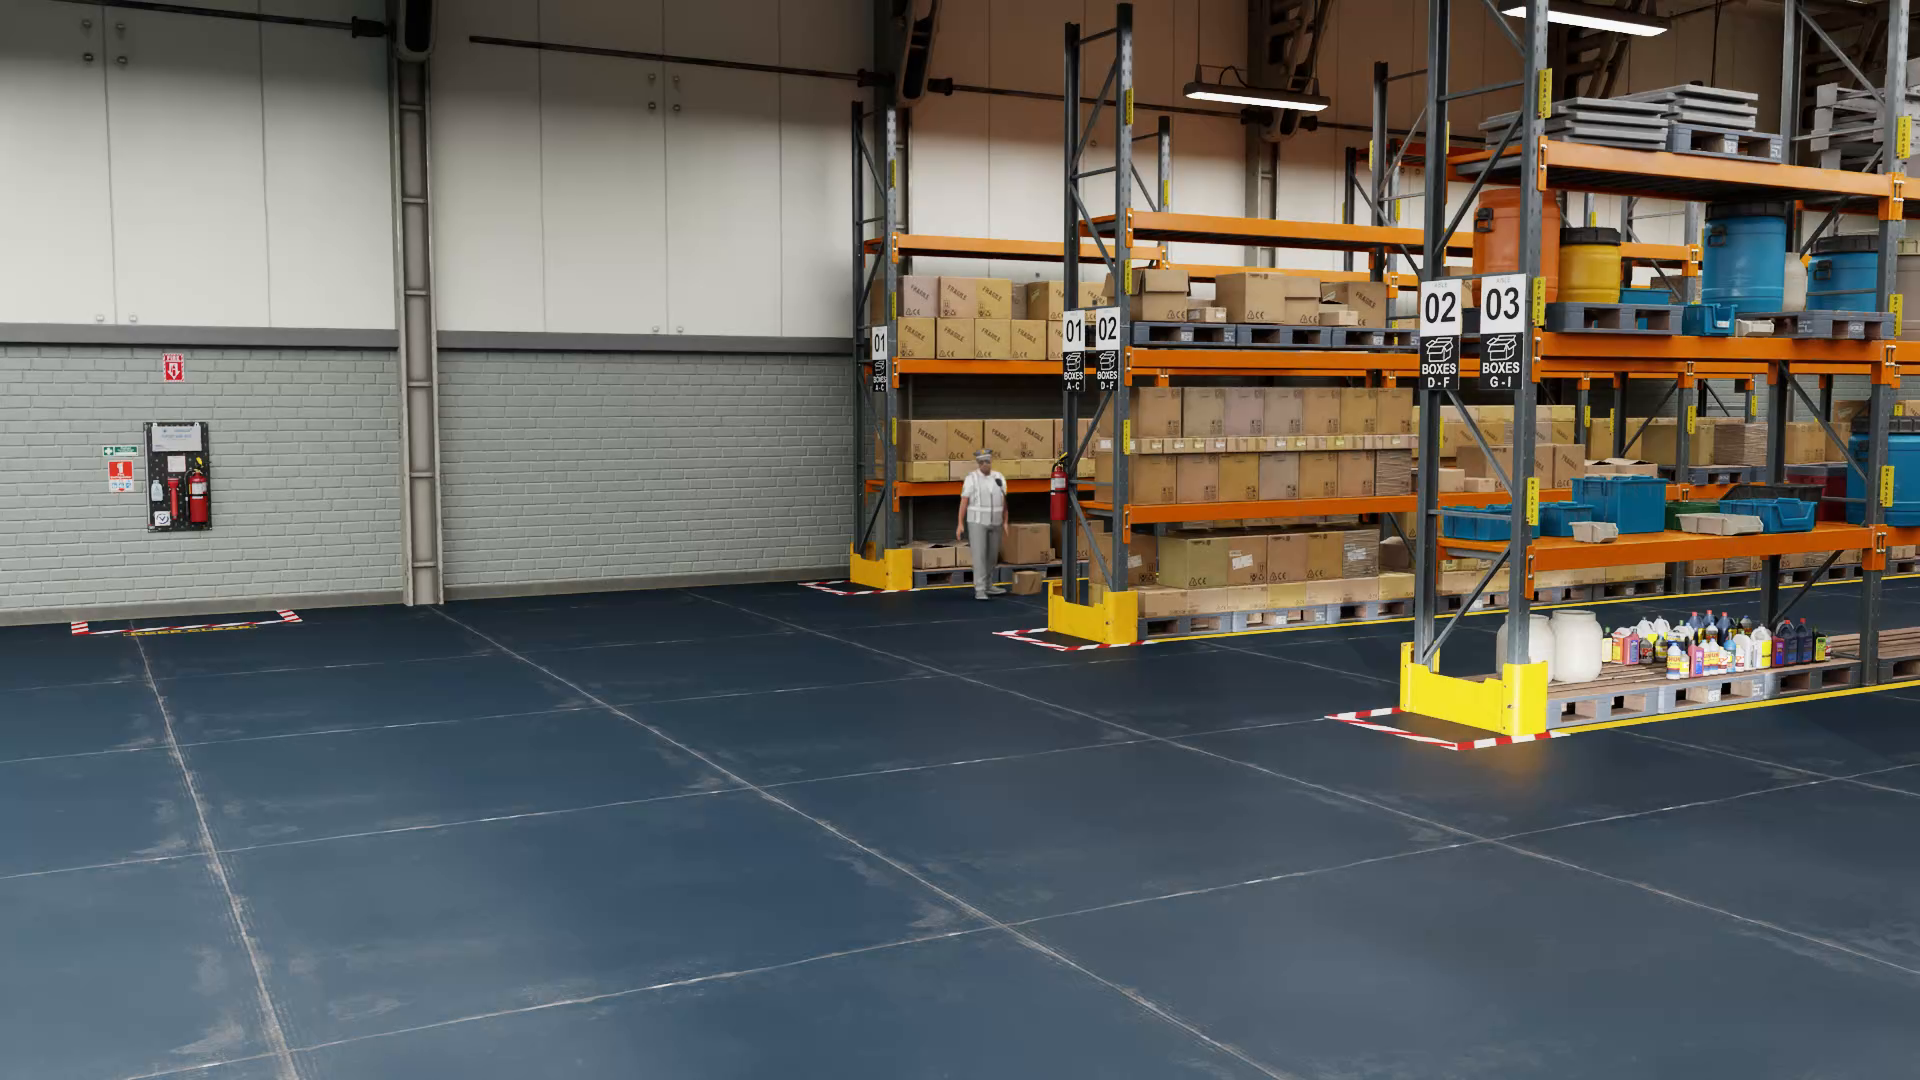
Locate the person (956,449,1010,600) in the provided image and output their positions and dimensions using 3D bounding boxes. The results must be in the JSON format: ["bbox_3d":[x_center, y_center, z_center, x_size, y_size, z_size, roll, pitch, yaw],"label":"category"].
[{"bbox_3d":[0.286,-0.195,19.389,0.703,1.742,0.618,-2,6,-25],"label":"person"}]
